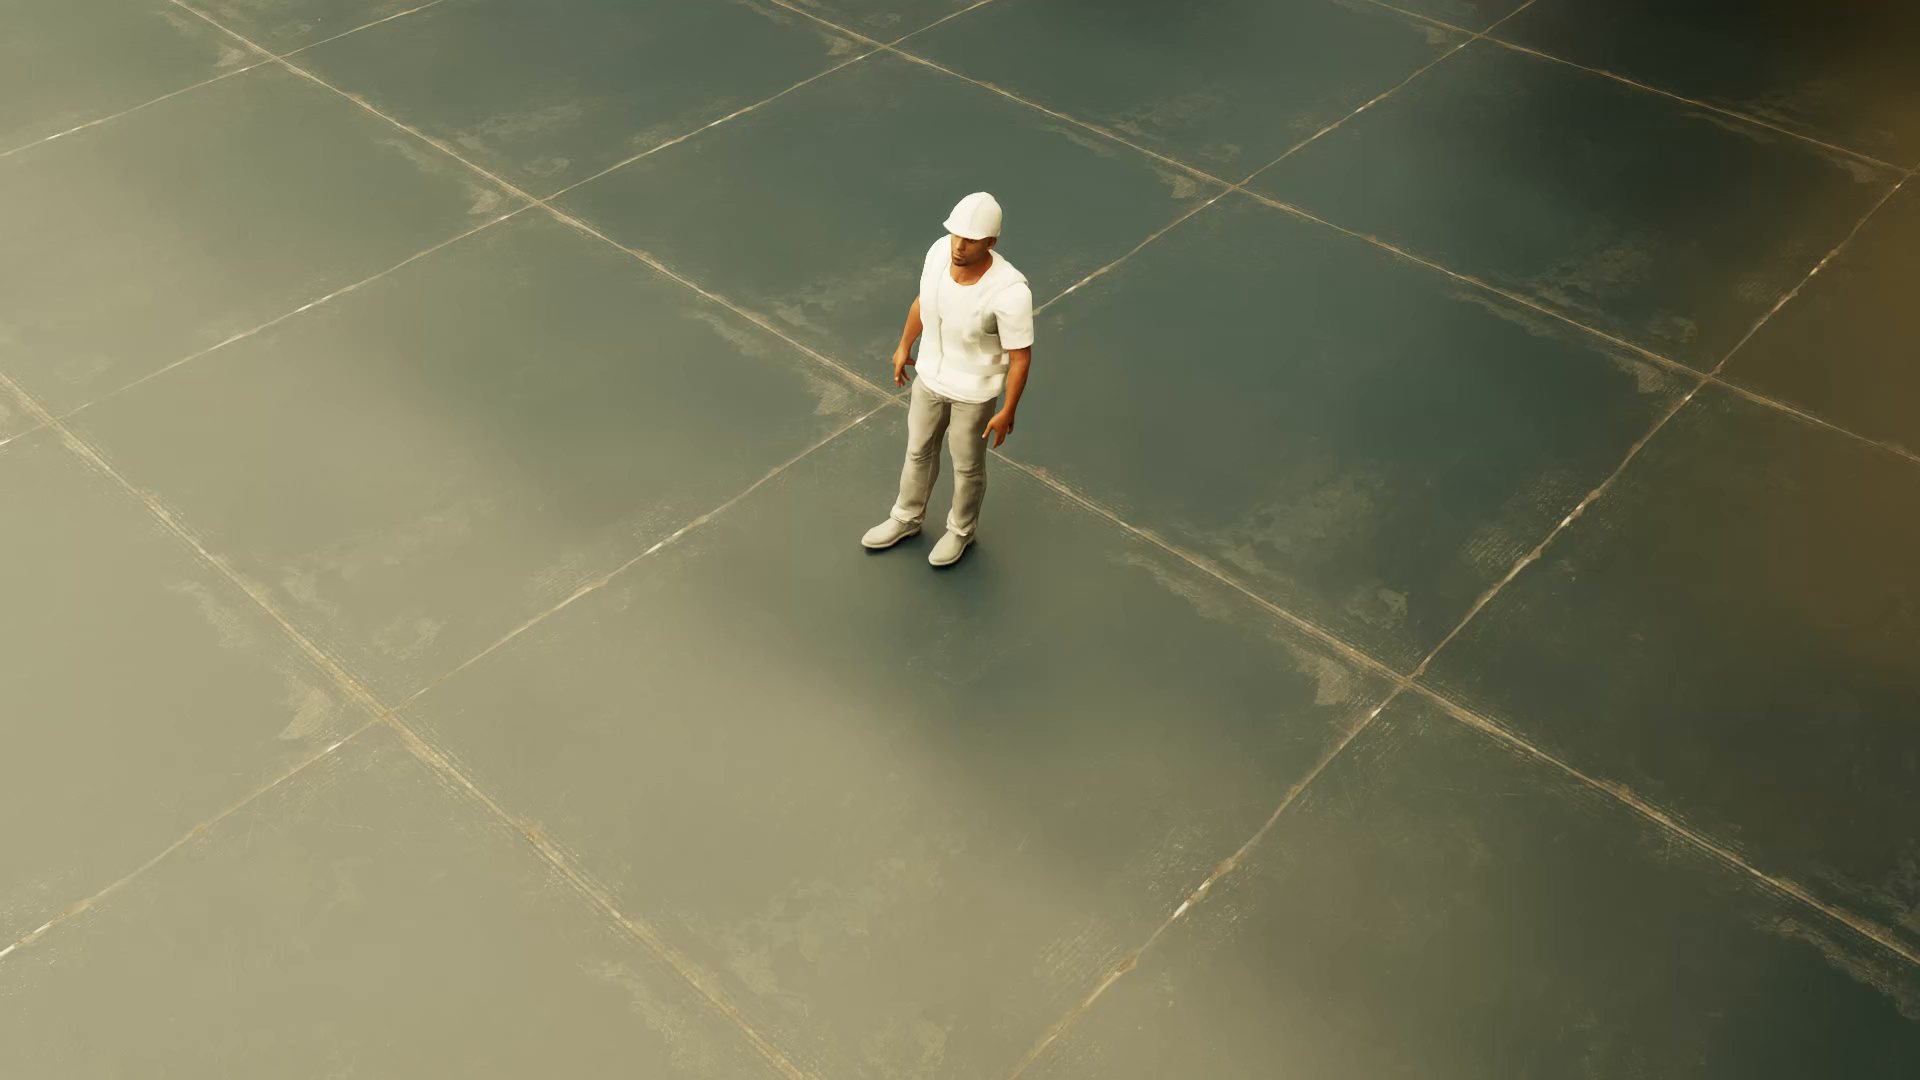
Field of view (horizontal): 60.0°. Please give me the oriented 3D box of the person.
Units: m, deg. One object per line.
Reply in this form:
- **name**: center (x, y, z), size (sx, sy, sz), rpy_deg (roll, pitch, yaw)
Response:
- **person**: center (-0.052, -0.646, 7.064), size (0.665, 1.765, 0.577), rpy_deg (31, 49, 31)
